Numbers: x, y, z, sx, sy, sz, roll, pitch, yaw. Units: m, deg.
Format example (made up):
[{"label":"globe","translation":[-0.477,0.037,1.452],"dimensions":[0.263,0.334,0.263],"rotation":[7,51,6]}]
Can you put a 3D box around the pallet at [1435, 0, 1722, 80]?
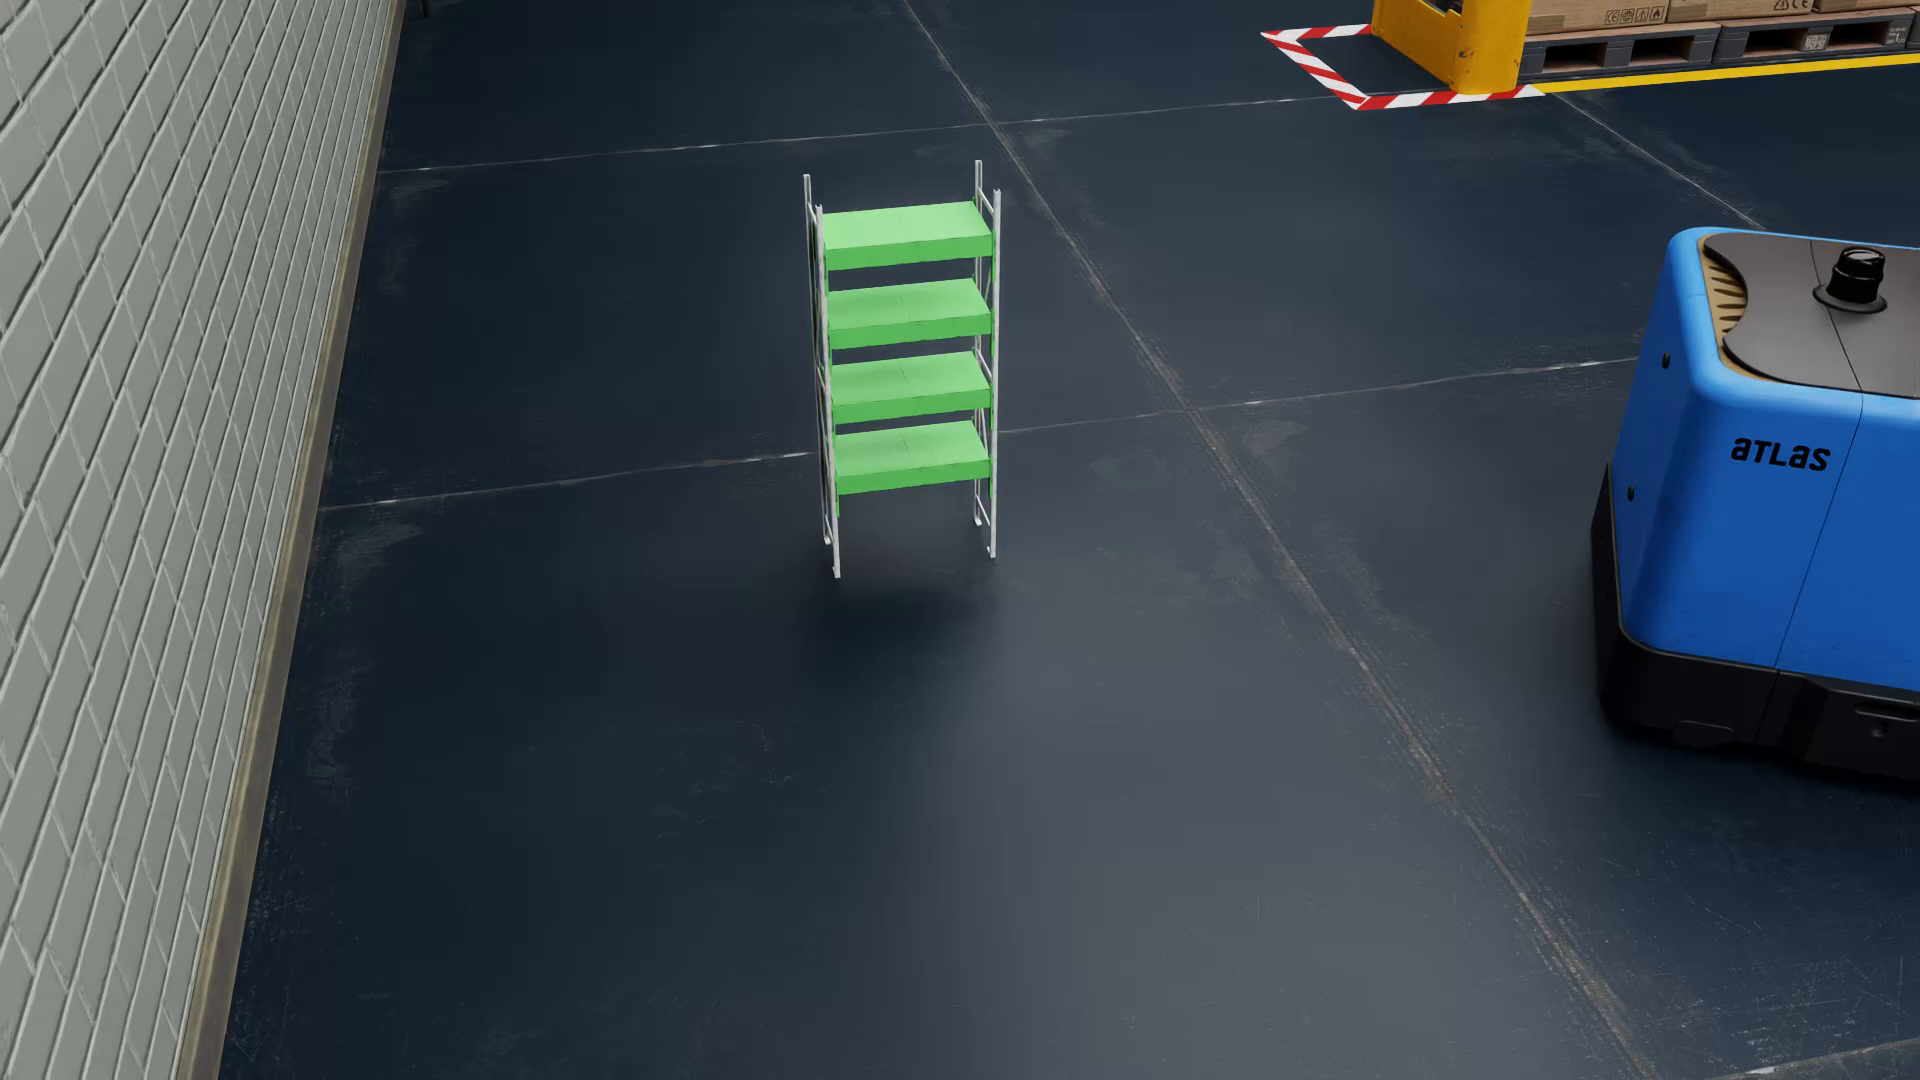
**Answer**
[{"label":"pallet","translation":[3.447,-2.899,9.381],"dimensions":[1.213,0.211,1.003],"rotation":[-7,35,-11]}]

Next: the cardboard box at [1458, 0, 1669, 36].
[{"label":"cardboard box","translation":[3.306,-3.162,9.193],"dimensions":[0.875,0.438,0.875],"rotation":[-8,35,-12]}]

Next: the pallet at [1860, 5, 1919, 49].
[{"label":"pallet","translation":[5.827,-3.199,9.828],"dimensions":[1.213,0.211,1.003],"rotation":[-7,35,-11]}]

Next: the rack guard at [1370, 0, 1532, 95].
[{"label":"rack guard","translation":[2.661,-2.875,9.086],"dimensions":[0.348,0.500,1.175],"rotation":[-7,35,-11]}]

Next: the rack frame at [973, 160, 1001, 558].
[{"label":"rack frame","translation":[0.077,-0.508,4.930],"dimensions":[0.015,1.200,0.240],"rotation":[-7,35,-11]}]

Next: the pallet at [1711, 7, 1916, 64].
[{"label":"pallet","translation":[4.634,-3.047,9.601],"dimensions":[1.213,0.211,1.003],"rotation":[-7,35,-11]}]

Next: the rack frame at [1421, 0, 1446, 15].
[{"label":"rack frame","translation":[2.684,-3.916,8.394],"dimensions":[0.127,3.000,1.000],"rotation":[-7,35,-11]}]

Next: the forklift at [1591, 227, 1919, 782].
[{"label":"forklift","translation":[3.300,-0.731,3.708],"dimensions":[3.031,2.935,1.130],"rotation":[9,35,13]}]

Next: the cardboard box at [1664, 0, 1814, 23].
[{"label":"cardboard box","translation":[4.197,-3.279,9.367],"dimensions":[0.875,0.438,0.875],"rotation":[-6,34,-9]}]

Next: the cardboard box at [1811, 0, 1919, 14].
[{"label":"cardboard box","translation":[5.077,-3.389,9.531],"dimensions":[0.875,0.438,0.875],"rotation":[-8,35,-12]}]

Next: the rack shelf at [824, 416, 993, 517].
[{"label":"rack shelf","translation":[-0.161,-0.226,5.055],"dimensions":[0.480,0.148,0.258],"rotation":[-7,35,-11]}]

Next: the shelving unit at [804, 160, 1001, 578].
[{"label":"shelving unit","translation":[-0.161,-0.478,4.885],"dimensions":[0.503,1.200,0.258],"rotation":[-7,35,-11]}]

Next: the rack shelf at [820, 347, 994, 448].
[{"label":"rack shelf","translation":[-0.161,-0.425,4.921],"dimensions":[0.480,0.148,0.258],"rotation":[-7,35,-11]}]

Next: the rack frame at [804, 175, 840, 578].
[{"label":"rack frame","translation":[-0.399,-0.448,4.841],"dimensions":[0.015,1.200,0.240],"rotation":[-7,35,-11]}]

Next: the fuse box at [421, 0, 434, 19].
[{"label":"fuse box","translation":[-3.132,-3.835,9.429],"dimensions":[0.414,1.711,0.539],"rotation":[-7,35,-11]}]

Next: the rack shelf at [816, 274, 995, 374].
[{"label":"rack shelf","translation":[-0.161,-0.624,4.787],"dimensions":[0.480,0.148,0.258],"rotation":[-7,35,-11]}]

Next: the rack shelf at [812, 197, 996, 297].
[{"label":"rack shelf","translation":[-0.161,-0.823,4.653],"dimensions":[0.480,0.148,0.258],"rotation":[-7,35,-11]}]
